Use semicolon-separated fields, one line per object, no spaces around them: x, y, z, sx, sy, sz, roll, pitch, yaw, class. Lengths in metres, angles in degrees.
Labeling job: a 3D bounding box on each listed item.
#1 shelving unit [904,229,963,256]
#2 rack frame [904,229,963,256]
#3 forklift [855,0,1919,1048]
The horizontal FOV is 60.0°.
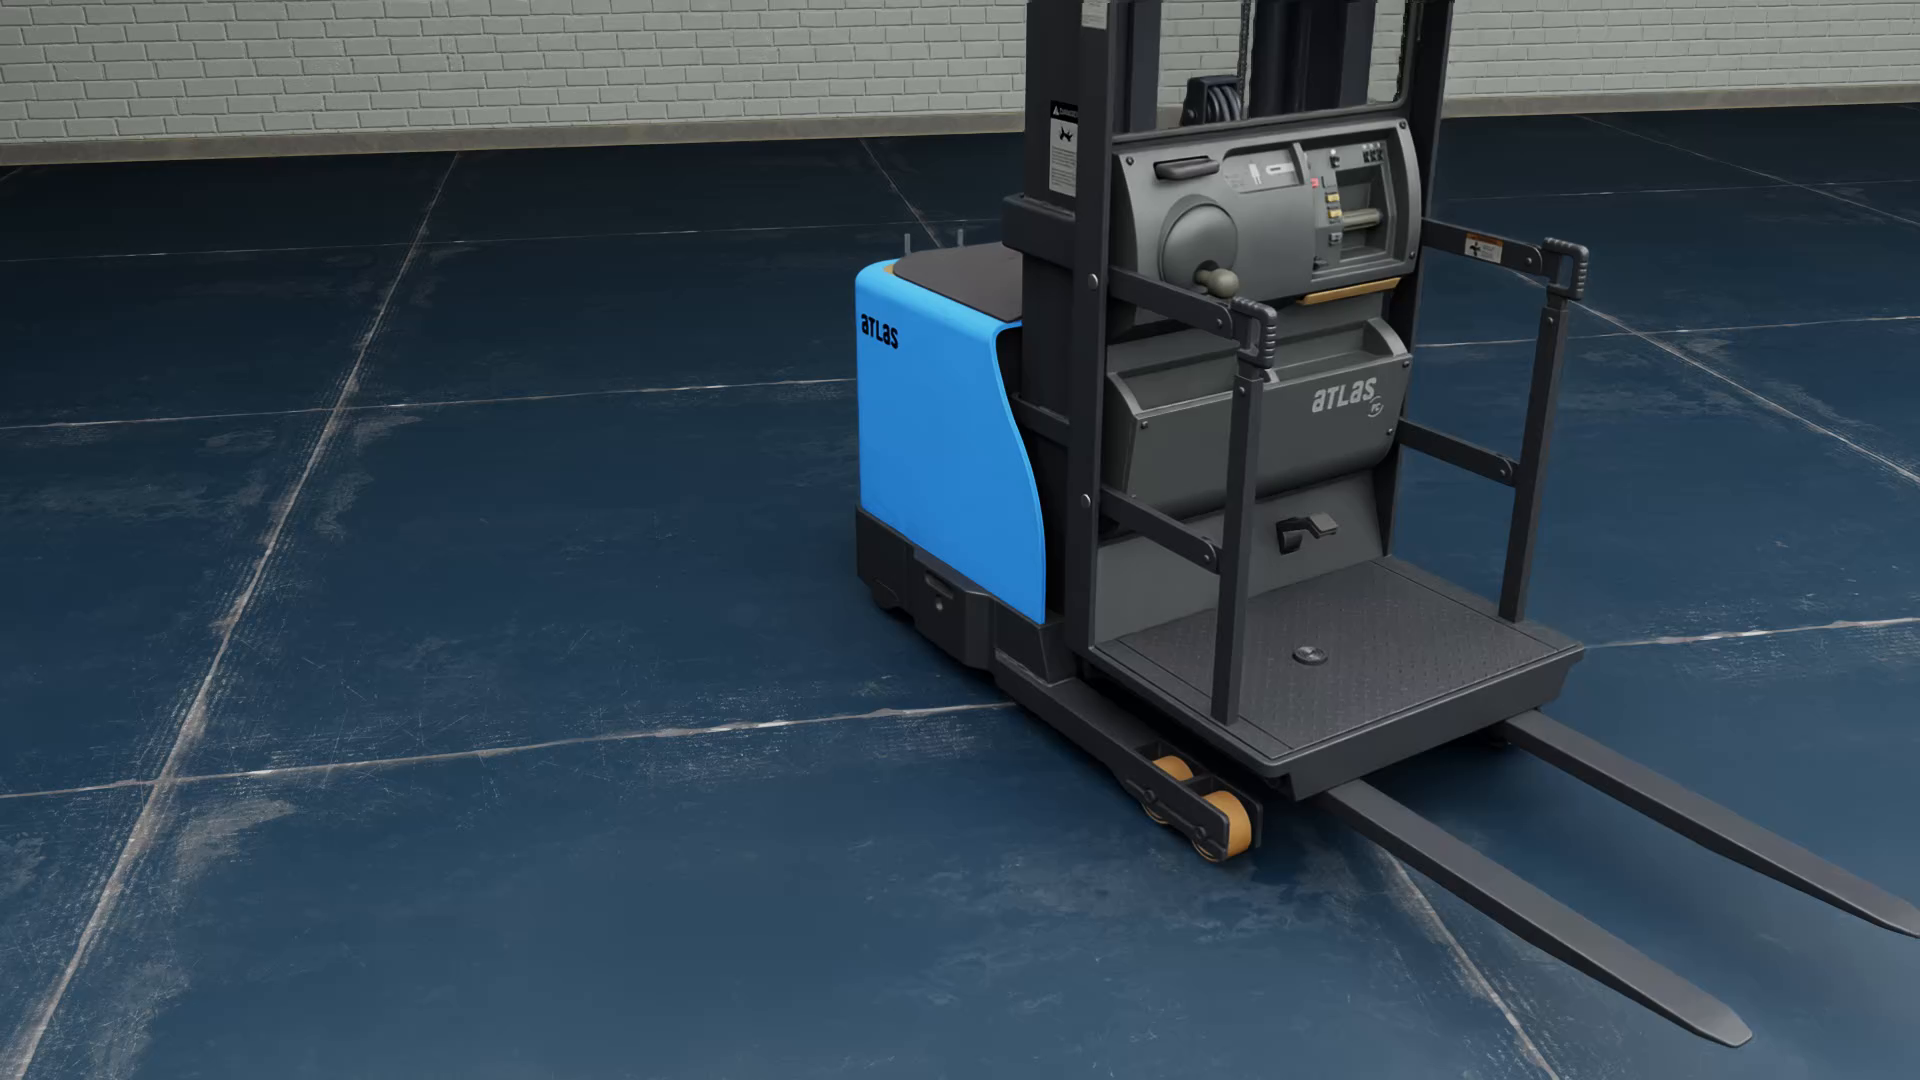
-0.046;-0.480;5.538;0.215;1.050;0.252;-8;25;-18;shelving unit
-0.086;-0.526;5.643;0.200;1.050;0.008;-8;25;-18;rack frame
0.889;-0.788;3.893;1.130;2.935;3.031;-14;27;-30;forklift
